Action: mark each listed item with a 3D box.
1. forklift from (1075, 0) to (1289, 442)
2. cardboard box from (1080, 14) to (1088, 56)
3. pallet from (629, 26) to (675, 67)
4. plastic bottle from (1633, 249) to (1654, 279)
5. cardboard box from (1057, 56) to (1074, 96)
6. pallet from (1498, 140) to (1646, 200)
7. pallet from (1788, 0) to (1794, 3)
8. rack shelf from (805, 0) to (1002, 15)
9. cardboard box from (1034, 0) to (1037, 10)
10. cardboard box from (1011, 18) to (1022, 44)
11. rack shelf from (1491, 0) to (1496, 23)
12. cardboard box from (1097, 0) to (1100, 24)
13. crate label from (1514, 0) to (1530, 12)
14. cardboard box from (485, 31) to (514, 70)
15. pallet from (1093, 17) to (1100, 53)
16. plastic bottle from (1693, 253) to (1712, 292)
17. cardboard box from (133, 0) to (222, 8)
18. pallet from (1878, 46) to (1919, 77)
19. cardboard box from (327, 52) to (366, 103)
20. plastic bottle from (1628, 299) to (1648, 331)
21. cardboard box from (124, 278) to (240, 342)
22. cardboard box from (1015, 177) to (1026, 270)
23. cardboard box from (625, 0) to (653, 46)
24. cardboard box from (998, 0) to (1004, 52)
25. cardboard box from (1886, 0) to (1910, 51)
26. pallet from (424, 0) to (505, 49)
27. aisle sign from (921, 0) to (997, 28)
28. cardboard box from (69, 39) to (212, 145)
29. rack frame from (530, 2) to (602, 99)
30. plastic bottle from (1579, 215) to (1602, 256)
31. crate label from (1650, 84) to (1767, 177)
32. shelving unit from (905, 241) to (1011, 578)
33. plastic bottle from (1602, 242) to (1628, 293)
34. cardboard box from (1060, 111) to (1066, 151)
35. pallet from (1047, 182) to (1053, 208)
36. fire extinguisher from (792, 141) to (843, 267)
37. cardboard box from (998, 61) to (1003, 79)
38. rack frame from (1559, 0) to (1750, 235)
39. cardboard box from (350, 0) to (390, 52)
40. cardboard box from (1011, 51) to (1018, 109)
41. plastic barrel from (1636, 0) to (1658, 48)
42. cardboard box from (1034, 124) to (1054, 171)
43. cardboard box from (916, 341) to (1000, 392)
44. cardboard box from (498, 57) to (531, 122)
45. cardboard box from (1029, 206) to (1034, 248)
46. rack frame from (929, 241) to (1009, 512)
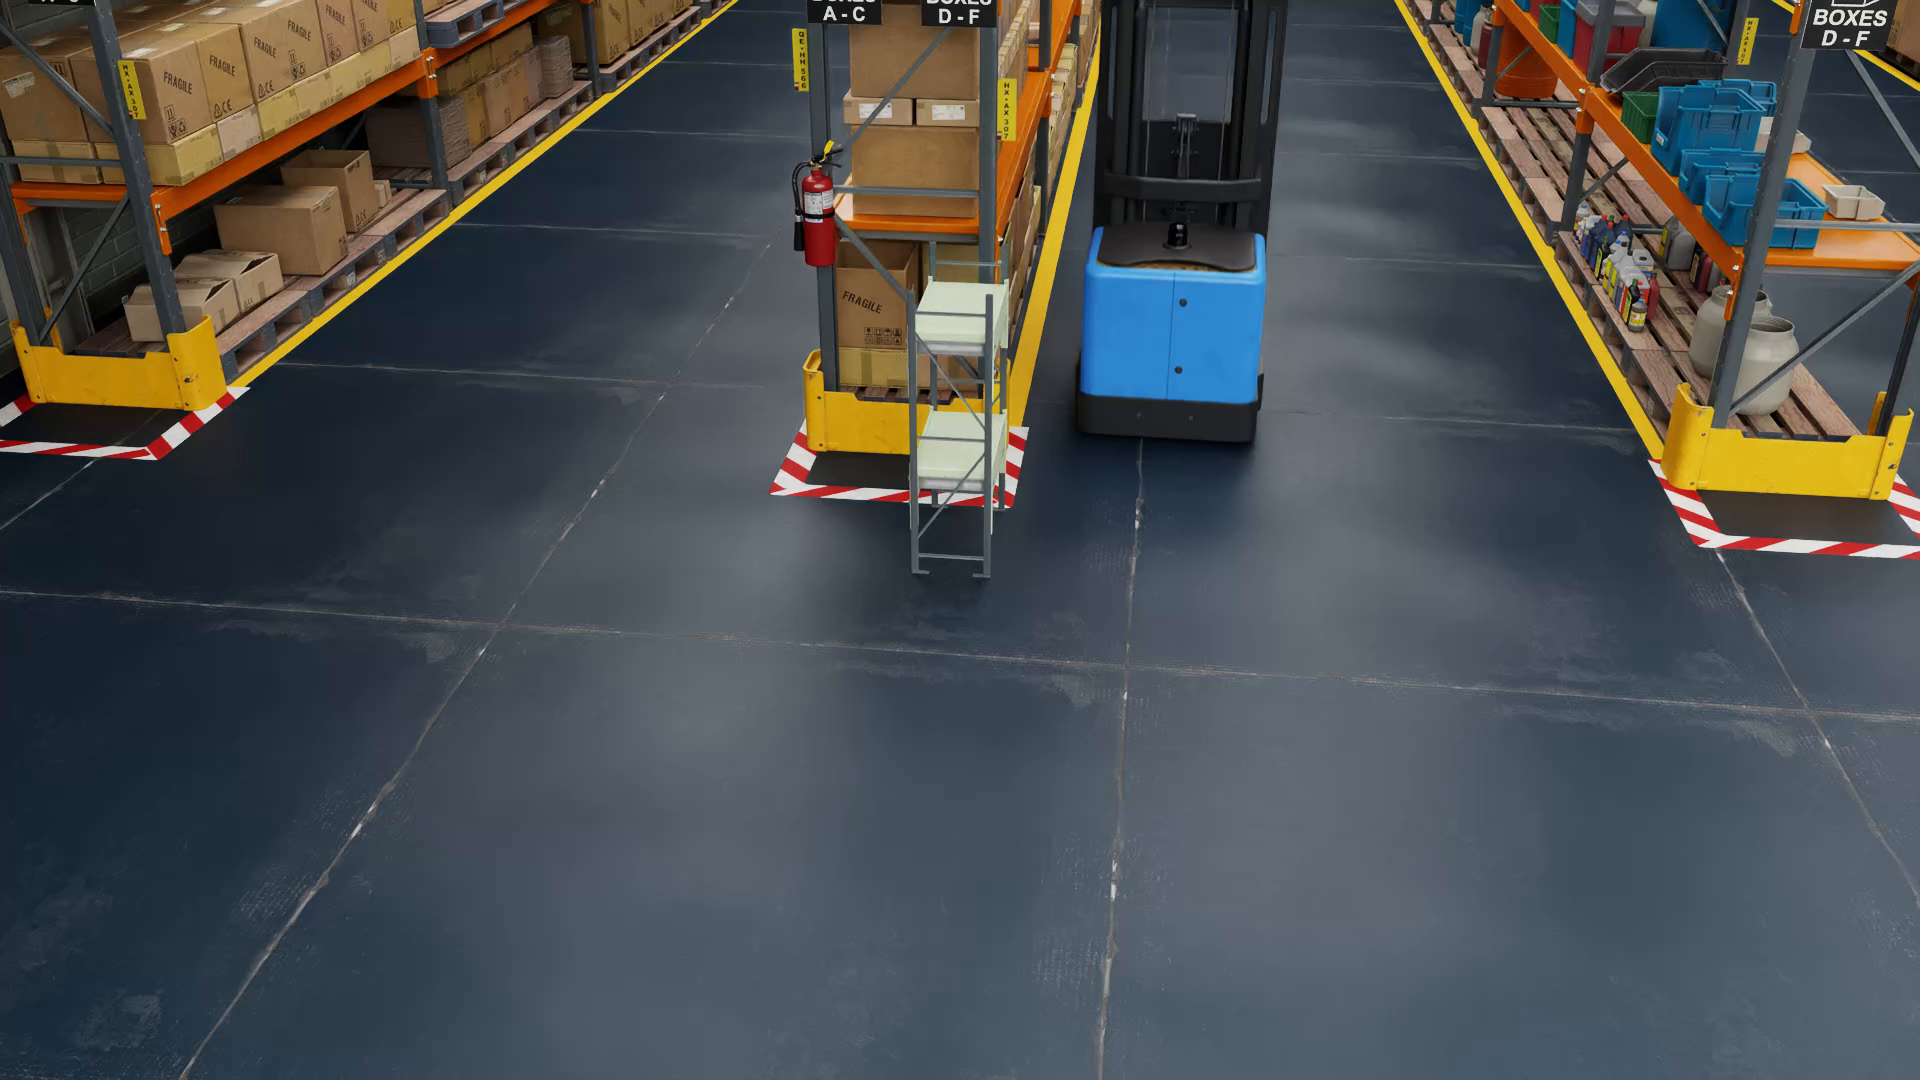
[{"bbox_3d":[1.409,-2.532,10.360,1.130,2.935,3.031,4,29,7],"label":"forklift"},{"bbox_3d":[1.077,-5.207,17.425,0.500,0.500,0.500,2,28,4],"label":"cardboard box"},{"bbox_3d":[-3.914,-5.668,19.048,1.003,0.211,1.213,3,28,6],"label":"pallet"},{"bbox_3d":[4.669,-1.850,11.430,0.152,0.276,0.135,3,28,6],"label":"plastic bottle"},{"bbox_3d":[0.802,-4.385,15.592,0.500,0.311,0.500,3,28,5],"label":"cardboard box"},{"bbox_3d":[5.309,-3.217,14.500,1.003,0.211,1.213,3,28,6],"label":"pallet"},{"bbox_3d":[11.470,-7.249,21.984,1.003,0.211,1.213,3,28,6],"label":"pallet"},{"bbox_3d":[-0.056,-3.849,10.328,1.077,0.370,4.000,3,28,6],"label":"rack shelf"},{"bbox_3d":[0.368,-3.976,12.178,0.380,0.149,0.250,3,28,6],"label":"cardboard box"},{"bbox_3d":[0.211,-3.378,11.069,0.380,0.149,0.250,4,29,8],"label":"cardboard box"},{"bbox_3d":[5.840,-6.005,17.492,1.077,0.370,4.000,3,28,6],"label":"rack shelf"},{"bbox_3d":[1.393,-6.397,19.633,0.500,0.500,0.500,3,28,6],"label":"cardboard box"},{"bbox_3d":[5.204,-4.944,14.727,0.502,0.435,0.616,3,28,6],"label":"crate label"},{"bbox_3d":[-4.464,-4.530,15.377,0.500,0.250,0.500,3,28,6],"label":"cardboard box"},{"bbox_3d":[1.107,-5.940,19.553,1.003,0.211,1.213,3,28,6],"label":"pallet"},{"bbox_3d":[5.119,-1.862,11.445,0.061,0.283,0.133,3,28,6],"label":"plastic bottle"},{"bbox_3d":[-5.179,-3.414,11.271,0.500,0.500,0.500,4,29,7],"label":"cardboard box"},{"bbox_3d":[10.981,-5.380,18.514,1.003,0.211,1.213,3,28,6],"label":"pallet"},{"bbox_3d":[-4.601,-3.303,11.856,0.500,0.250,0.500,3,28,6],"label":"cardboard box"},{"bbox_3d":[4.404,-1.466,10.795,0.097,0.201,0.097,0,28,0],"label":"plastic bottle"},{"bbox_3d":[-5.044,-1.521,10.781,0.500,0.311,0.500,0,28,0],"label":"cardboard box"},{"bbox_3d":[0.172,-2.154,11.251,0.500,0.500,0.500,3,28,6],"label":"cardboard box"},{"bbox_3d":[-3.904,-5.945,18.446,0.750,0.750,0.750,3,28,6],"label":"cardboard box"},{"bbox_3d":[-0.105,-3.248,10.143,0.700,0.500,0.500,3,29,6],"label":"cardboard box"},{"bbox_3d":[10.942,-5.922,18.377,1.225,0.875,0.875,3,29,6],"label":"cardboard box"},{"bbox_3d":[-4.490,-4.340,13.845,1.003,0.211,1.213,3,28,6],"label":"pallet"},{"bbox_3d":[-0.005,-3.000,8.414,0.394,0.787,0.004,3,28,6],"label":"aisle sign"},{"bbox_3d":[-4.861,-2.670,9.890,0.500,0.500,0.500,3,28,6],"label":"cardboard box"},{"bbox_3d":[-4.238,-5.956,16.642,1.000,3.000,0.127,3,28,6],"label":"rack frame"},{"bbox_3d":[4.618,-2.213,12.104,0.152,0.276,0.135,4,29,8],"label":"plastic bottle"},{"bbox_3d":[4.571,-2.512,10.213,0.502,0.435,0.616,3,28,6],"label":"crate label"},{"bbox_3d":[-0.001,-0.657,8.388,0.431,1.500,0.755,3,28,6],"label":"shelving unit"},{"bbox_3d":[4.519,-1.880,11.406,0.144,0.351,0.185,3,28,6],"label":"plastic bottle"},{"bbox_3d":[0.672,-3.661,14.838,0.500,0.250,0.500,4,29,7],"label":"cardboard box"},{"bbox_3d":[0.241,-2.908,13.926,1.003,0.211,1.213,3,28,6],"label":"pallet"},{"bbox_3d":[-0.777,-1.841,9.087,0.296,0.674,0.183,3,28,6],"label":"fire extinguisher"},{"bbox_3d":[0.055,-2.766,9.933,0.380,0.149,0.250,3,28,5],"label":"cardboard box"},{"bbox_3d":[5.105,-3.497,12.079,1.000,3.000,0.127,3,28,6],"label":"rack frame"},{"bbox_3d":[-4.534,-3.870,12.117,0.500,0.500,0.500,3,28,6],"label":"cardboard box"},{"bbox_3d":[0.017,-3.137,11.305,0.700,0.500,0.500,4,29,7],"label":"cardboard box"},{"bbox_3d":[5.439,-3.995,12.859,0.433,0.535,0.433,0,28,0],"label":"plastic barrel"},{"bbox_3d":[0.487,-3.188,13.370,0.500,0.311,0.500,3,29,6],"label":"cardboard box"},{"bbox_3d":[-0.015,-1.118,10.119,0.500,0.250,0.500,3,28,6],"label":"cardboard box"},{"bbox_3d":[-4.486,-4.236,15.622,0.700,0.500,0.500,3,28,6],"label":"cardboard box"},{"bbox_3d":[0.278,-2.295,12.304,0.500,0.250,0.500,3,28,6],"label":"cardboard box"},{"bbox_3d":[0.044,-0.829,8.708,0.400,1.500,0.023,3,28,6],"label":"rack frame"}]
